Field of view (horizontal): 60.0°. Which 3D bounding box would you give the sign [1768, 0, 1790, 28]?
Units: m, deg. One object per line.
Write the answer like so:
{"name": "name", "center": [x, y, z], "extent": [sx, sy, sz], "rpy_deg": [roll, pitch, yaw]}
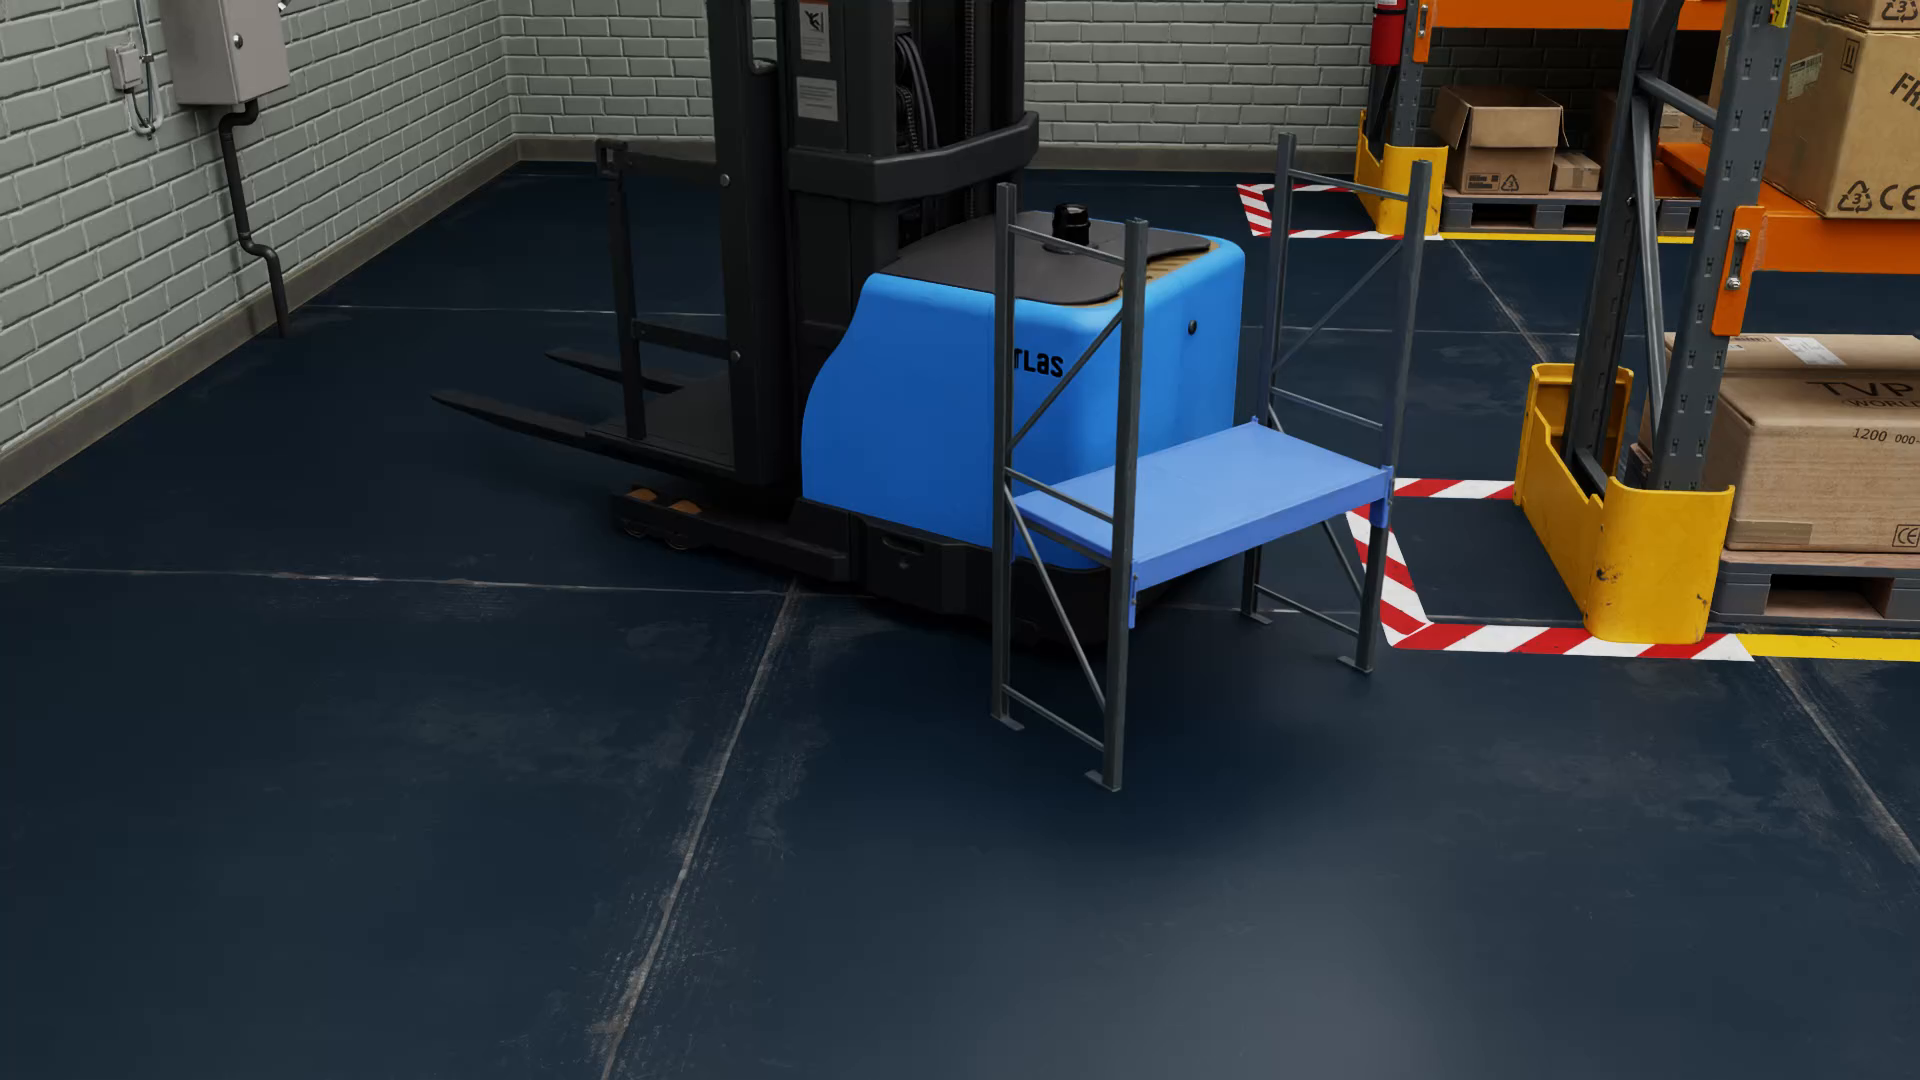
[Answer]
{"name": "sign", "center": [2.126, -1.488, 4.264], "extent": [0.005, 0.325, 0.100], "rpy_deg": [2, 25, 4]}

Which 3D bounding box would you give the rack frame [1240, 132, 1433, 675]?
{"name": "rack frame", "center": [1.051, -0.371, 4.761], "extent": [0.032, 1.500, 0.500], "rpy_deg": [-18, 30, -34]}

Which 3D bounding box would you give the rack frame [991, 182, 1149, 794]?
{"name": "rack frame", "center": [0.254, -0.107, 4.188], "extent": [0.032, 1.500, 0.500], "rpy_deg": [-18, 30, -34]}

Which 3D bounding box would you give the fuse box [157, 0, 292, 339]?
{"name": "fuse box", "center": [-3.144, -1.746, 7.497], "extent": [0.414, 1.711, 0.539], "rpy_deg": [2, 25, 4]}

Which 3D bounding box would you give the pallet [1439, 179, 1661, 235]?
{"name": "pallet", "center": [3.421, -2.064, 9.983], "extent": [1.213, 0.211, 1.003], "rpy_deg": [2, 25, 4]}

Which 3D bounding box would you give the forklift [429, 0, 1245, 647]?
{"name": "forklift", "center": [-0.605, -1.465, 5.428], "extent": [3.031, 2.935, 1.130], "rpy_deg": [15, 29, 30]}

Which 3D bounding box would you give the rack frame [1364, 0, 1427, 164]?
{"name": "rack frame", "center": [2.550, -3.358, 9.460], "extent": [0.127, 3.000, 1.000], "rpy_deg": [2, 25, 4]}

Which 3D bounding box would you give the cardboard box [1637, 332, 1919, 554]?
{"name": "cardboard box", "center": [2.840, -0.337, 5.456], "extent": [0.875, 0.438, 0.875], "rpy_deg": [1, 25, 2]}

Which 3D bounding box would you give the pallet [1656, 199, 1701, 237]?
{"name": "pallet", "center": [4.634, -2.024, 9.896], "extent": [1.213, 0.211, 1.003], "rpy_deg": [2, 25, 4]}

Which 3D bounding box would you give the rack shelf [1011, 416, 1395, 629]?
{"name": "rack shelf", "center": [0.652, -0.075, 4.550], "extent": [1.000, 0.185, 0.538], "rpy_deg": [-18, 30, -34]}

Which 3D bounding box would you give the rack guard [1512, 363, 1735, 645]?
{"name": "rack guard", "center": [2.150, -0.155, 5.488], "extent": [0.348, 0.500, 1.175], "rpy_deg": [2, 25, 4]}

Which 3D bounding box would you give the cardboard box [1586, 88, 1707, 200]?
{"name": "cardboard box", "center": [4.002, -2.311, 9.672], "extent": [0.500, 0.500, 0.700], "rpy_deg": [3, 25, 6]}

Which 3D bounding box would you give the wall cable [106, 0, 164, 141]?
{"name": "wall cable", "center": [-3.353, -2.513, 6.408], "extent": [0.122, 1.984, 0.588], "rpy_deg": [2, 25, 4]}

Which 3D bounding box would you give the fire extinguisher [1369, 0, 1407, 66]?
{"name": "fire extinguisher", "center": [2.368, -2.966, 9.146], "extent": [0.183, 0.674, 0.296], "rpy_deg": [2, 25, 4]}

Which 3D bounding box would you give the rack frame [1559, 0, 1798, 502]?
{"name": "rack frame", "center": [2.174, -1.289, 4.964], "extent": [0.127, 3.000, 1.000], "rpy_deg": [2, 25, 4]}

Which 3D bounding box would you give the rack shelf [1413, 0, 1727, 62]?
{"name": "rack shelf", "center": [4.545, -2.968, 9.471], "extent": [4.000, 0.370, 1.077], "rpy_deg": [2, 25, 4]}

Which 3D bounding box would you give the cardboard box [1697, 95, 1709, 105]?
{"name": "cardboard box", "center": [4.522, -2.252, 9.544], "extent": [0.500, 0.500, 0.500], "rpy_deg": [2, 25, 5]}

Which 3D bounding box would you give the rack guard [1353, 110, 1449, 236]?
{"name": "rack guard", "center": [2.626, -2.220, 9.977], "extent": [0.348, 0.500, 1.175], "rpy_deg": [2, 25, 4]}

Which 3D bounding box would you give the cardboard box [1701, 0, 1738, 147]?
{"name": "cardboard box", "center": [2.675, -1.430, 5.149], "extent": [0.500, 0.500, 0.500], "rpy_deg": [2, 25, 4]}

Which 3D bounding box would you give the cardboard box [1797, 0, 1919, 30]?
{"name": "cardboard box", "center": [2.631, -1.655, 4.442], "extent": [0.500, 0.500, 0.500], "rpy_deg": [1, 25, 3]}

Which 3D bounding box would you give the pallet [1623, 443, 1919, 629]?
{"name": "pallet", "center": [2.977, -0.030, 5.562], "extent": [1.213, 0.211, 1.003], "rpy_deg": [2, 25, 4]}

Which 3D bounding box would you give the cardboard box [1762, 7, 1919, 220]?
{"name": "cardboard box", "center": [2.631, -1.200, 4.649], "extent": [0.500, 0.500, 0.500], "rpy_deg": [2, 25, 4]}

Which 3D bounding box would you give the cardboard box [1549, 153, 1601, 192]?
{"name": "cardboard box", "center": [3.574, -2.165, 9.775], "extent": [0.250, 0.149, 0.380], "rpy_deg": [1, 25, 2]}

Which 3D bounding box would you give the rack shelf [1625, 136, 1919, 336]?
{"name": "rack shelf", "center": [4.168, -0.899, 4.975], "extent": [4.000, 0.370, 1.077], "rpy_deg": [2, 25, 4]}

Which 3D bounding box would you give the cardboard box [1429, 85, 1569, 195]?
{"name": "cardboard box", "center": [3.153, -2.356, 9.766], "extent": [0.637, 0.503, 0.797], "rpy_deg": [1, 25, 2]}

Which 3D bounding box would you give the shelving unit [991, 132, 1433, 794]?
{"name": "shelving unit", "center": [0.652, -0.239, 4.474], "extent": [1.048, 1.500, 0.538], "rpy_deg": [-18, 30, -34]}
